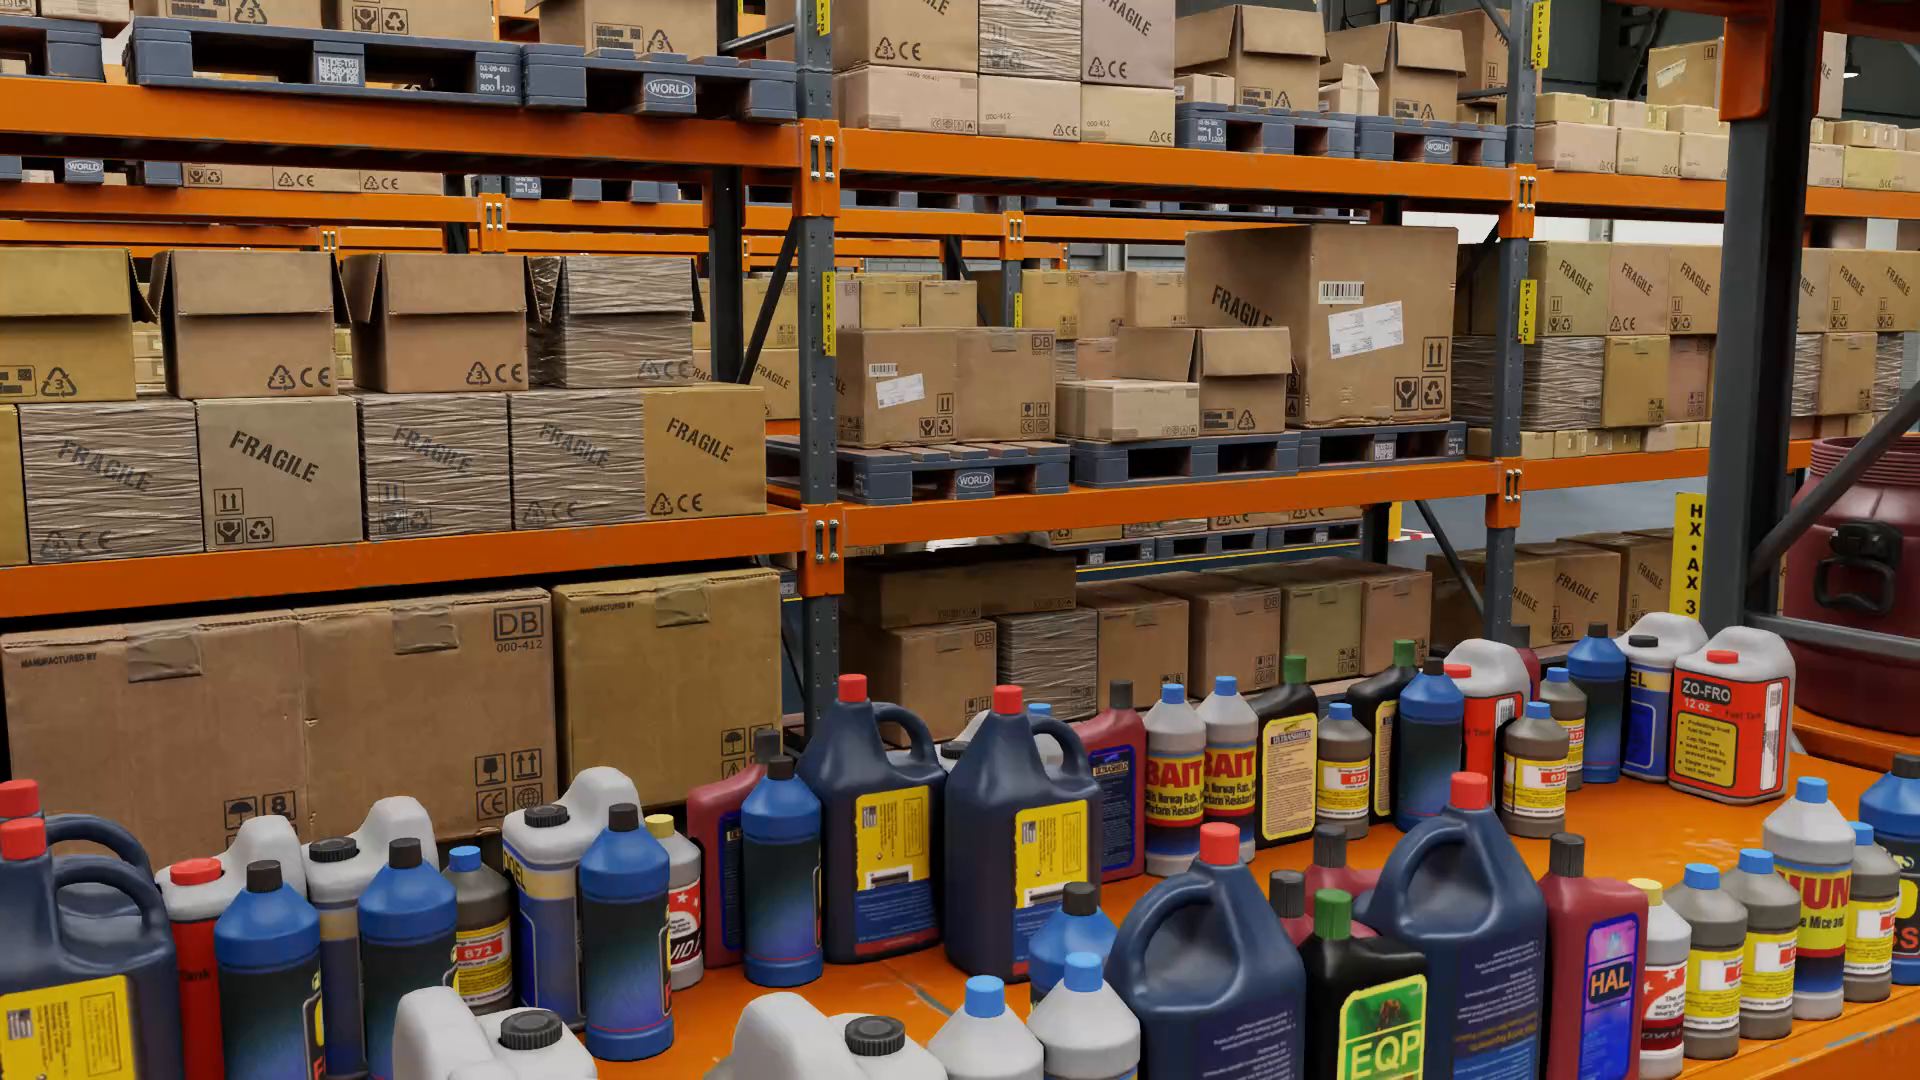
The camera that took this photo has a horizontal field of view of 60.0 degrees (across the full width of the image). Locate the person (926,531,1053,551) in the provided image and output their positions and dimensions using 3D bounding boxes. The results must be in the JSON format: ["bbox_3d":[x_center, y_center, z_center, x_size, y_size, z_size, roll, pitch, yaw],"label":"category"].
[{"bbox_3d":[0.256,0.199,10.094,0.978,1.013,0.542,-5,10,-34],"label":"person"}]
